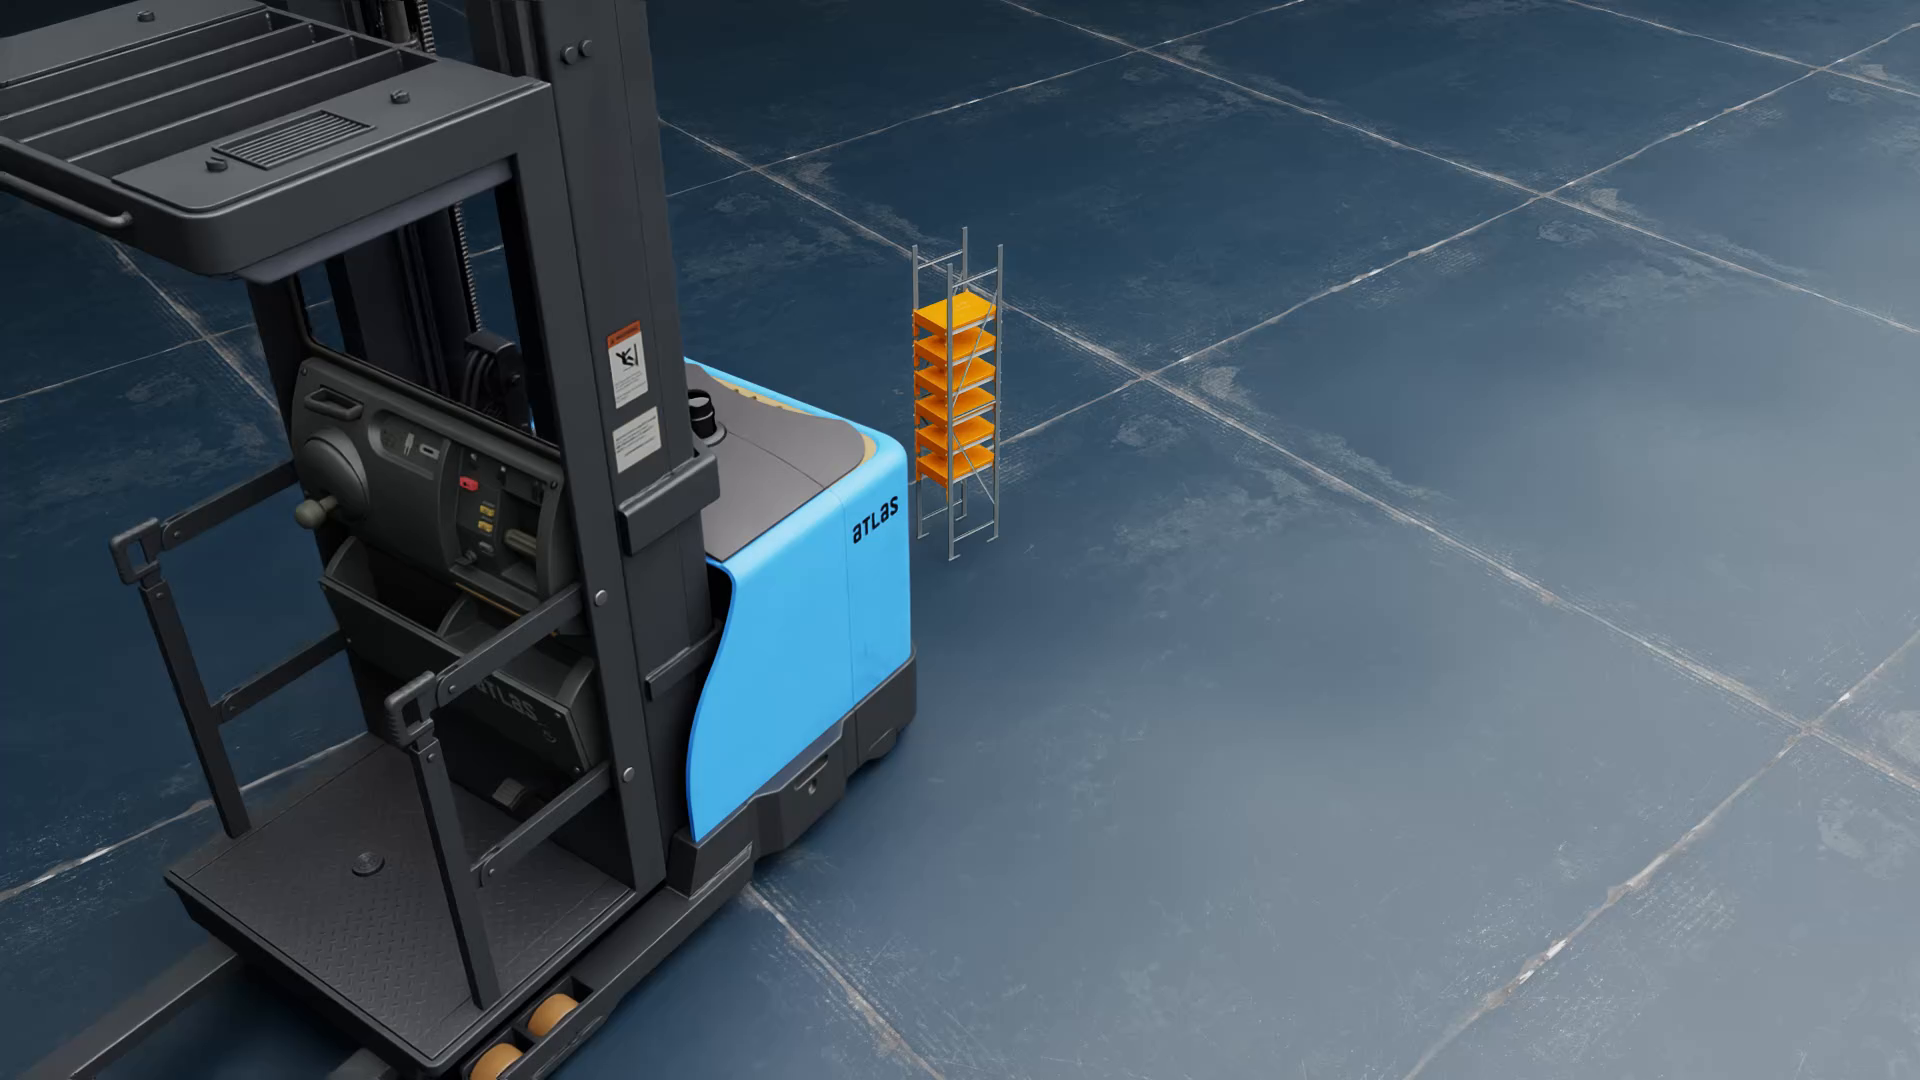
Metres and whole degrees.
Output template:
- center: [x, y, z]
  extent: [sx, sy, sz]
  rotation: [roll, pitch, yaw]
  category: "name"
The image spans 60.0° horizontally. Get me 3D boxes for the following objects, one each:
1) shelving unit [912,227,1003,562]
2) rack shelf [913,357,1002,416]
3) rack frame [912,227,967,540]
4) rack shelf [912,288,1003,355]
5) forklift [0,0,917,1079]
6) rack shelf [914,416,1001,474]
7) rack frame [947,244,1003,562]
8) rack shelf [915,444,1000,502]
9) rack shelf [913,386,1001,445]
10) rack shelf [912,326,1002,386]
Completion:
- center: [-0.009, -0.496, 5.912]
  extent: [0.258, 1.200, 0.189]
  rotation: [-26, 43, -32]
  category: "shelving unit"
- center: [-0.009, -0.558, 5.869]
  extent: [0.258, 0.103, 0.180]
  rotation: [-26, 43, -32]
  category: "rack shelf"
- center: [-0.068, -0.536, 5.969]
  extent: [0.240, 1.200, 0.006]
  rotation: [-26, 43, -32]
  category: "rack frame"
- center: [-0.009, -0.754, 5.730]
  extent: [0.258, 0.103, 0.180]
  rotation: [-26, 43, -32]
  category: "rack shelf"
- center: [-1.400, -0.071, 3.815]
  extent: [1.130, 2.935, 3.031]
  rotation: [22, 41, 28]
  category: "forklift"
- center: [-0.009, -0.362, 6.007]
  extent: [0.258, 0.103, 0.180]
  rotation: [-26, 43, -32]
  category: "rack shelf"
- center: [0.050, -0.456, 5.855]
  extent: [0.240, 1.200, 0.006]
  rotation: [-26, 43, -32]
  category: "rack frame"
- center: [-0.009, -0.264, 6.077]
  extent: [0.258, 0.103, 0.180]
  rotation: [-26, 43, -32]
  category: "rack shelf"
- center: [-0.009, -0.460, 5.938]
  extent: [0.258, 0.103, 0.180]
  rotation: [-26, 43, -32]
  category: "rack shelf"
- center: [-0.009, -0.656, 5.799]
  extent: [0.258, 0.103, 0.180]
  rotation: [-26, 43, -32]
  category: "rack shelf"
